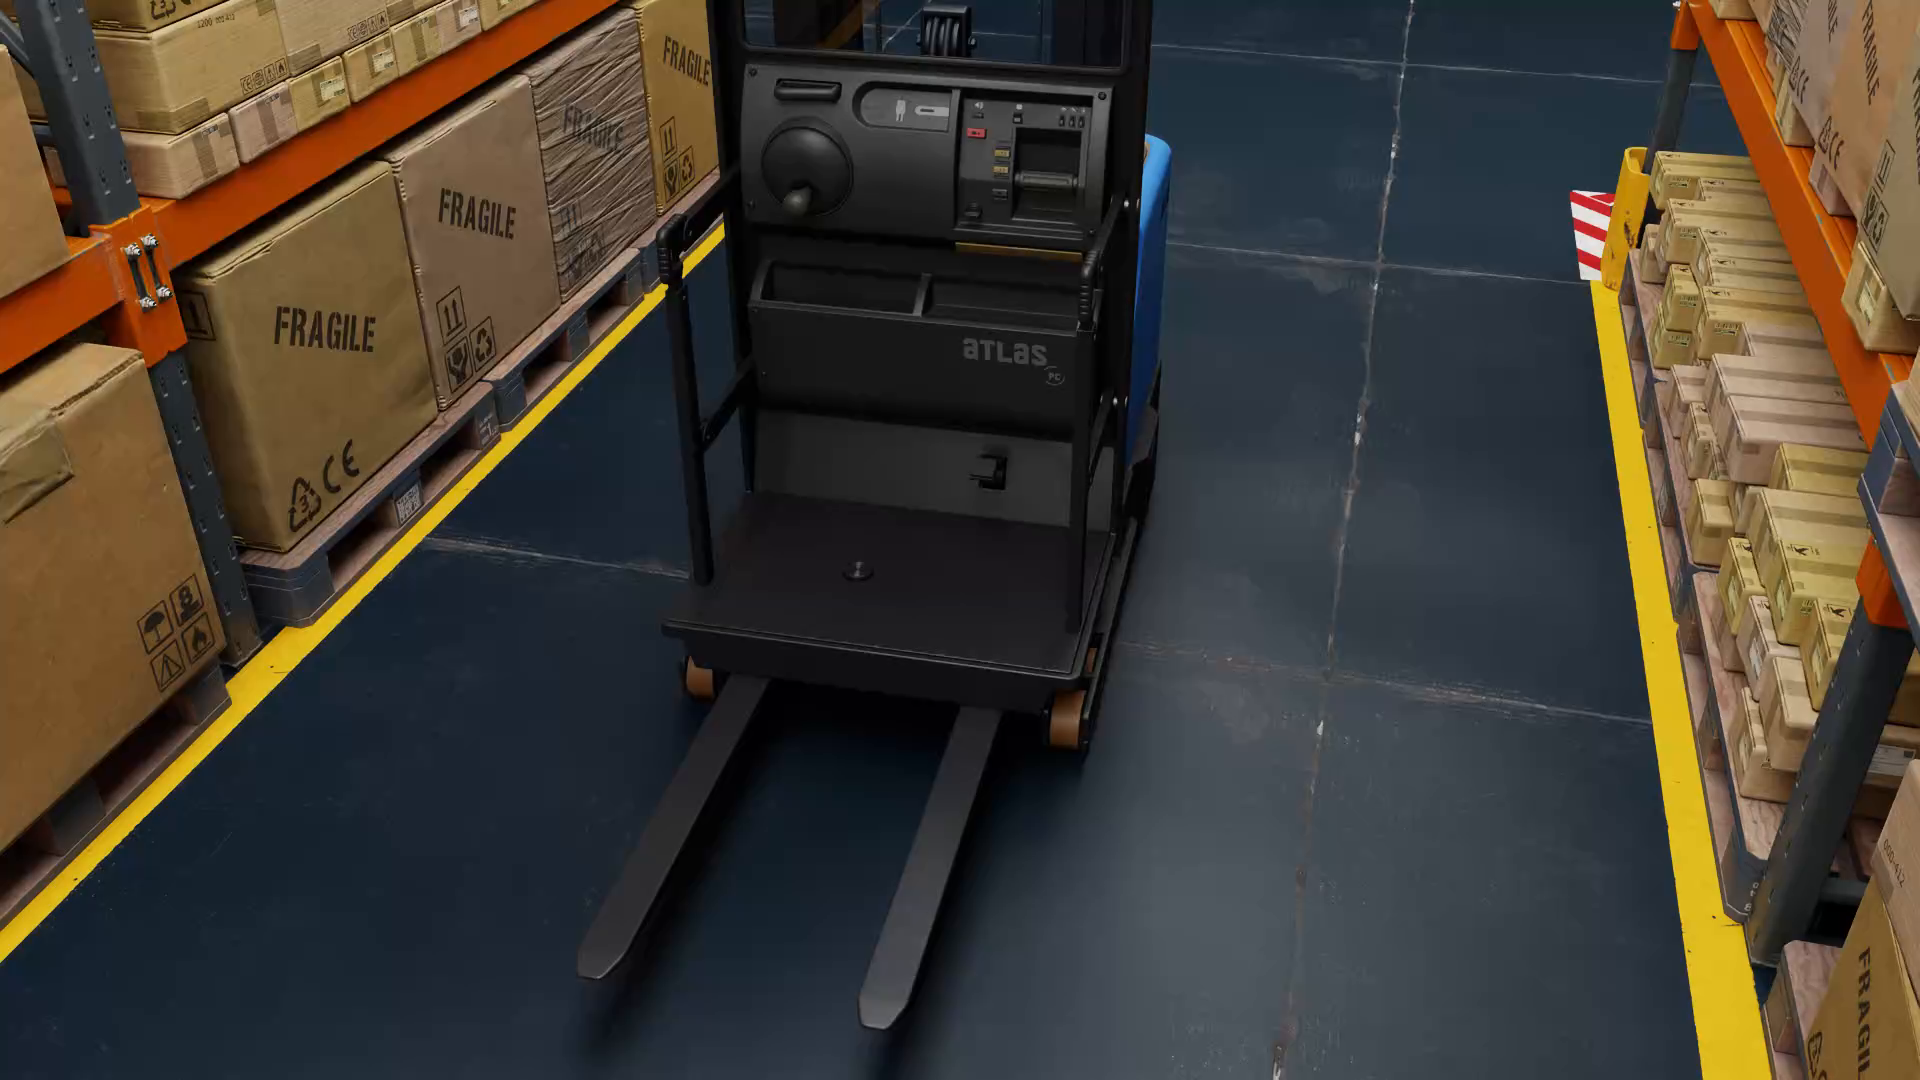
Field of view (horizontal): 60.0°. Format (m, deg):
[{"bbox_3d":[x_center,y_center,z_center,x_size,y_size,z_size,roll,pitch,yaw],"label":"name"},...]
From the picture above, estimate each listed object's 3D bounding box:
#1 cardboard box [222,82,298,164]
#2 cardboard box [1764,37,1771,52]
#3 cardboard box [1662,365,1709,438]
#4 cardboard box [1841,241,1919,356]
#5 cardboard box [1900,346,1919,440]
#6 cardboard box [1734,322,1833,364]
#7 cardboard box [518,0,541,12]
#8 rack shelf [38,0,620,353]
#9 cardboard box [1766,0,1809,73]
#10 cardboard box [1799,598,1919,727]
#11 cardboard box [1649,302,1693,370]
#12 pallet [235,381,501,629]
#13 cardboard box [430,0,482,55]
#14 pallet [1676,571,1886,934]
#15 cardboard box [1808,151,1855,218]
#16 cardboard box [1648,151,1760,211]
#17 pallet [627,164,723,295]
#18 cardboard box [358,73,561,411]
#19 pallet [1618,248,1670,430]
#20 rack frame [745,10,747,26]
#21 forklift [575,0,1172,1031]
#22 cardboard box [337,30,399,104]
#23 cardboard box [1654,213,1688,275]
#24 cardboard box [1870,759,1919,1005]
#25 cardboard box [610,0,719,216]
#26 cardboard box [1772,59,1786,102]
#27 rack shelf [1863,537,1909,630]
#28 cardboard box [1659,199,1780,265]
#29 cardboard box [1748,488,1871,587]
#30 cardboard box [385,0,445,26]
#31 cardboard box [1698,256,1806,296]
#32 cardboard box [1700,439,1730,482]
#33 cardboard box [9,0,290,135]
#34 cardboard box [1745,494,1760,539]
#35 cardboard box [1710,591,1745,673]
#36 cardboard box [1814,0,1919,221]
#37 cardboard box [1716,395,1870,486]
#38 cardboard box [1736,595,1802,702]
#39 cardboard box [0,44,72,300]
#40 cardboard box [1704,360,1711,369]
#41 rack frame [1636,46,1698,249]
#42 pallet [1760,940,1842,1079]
[{"bbox_3d":[-2.032,-1.137,4.476,0.380,0.149,0.250,7,33,11],"label":"cardboard box"},{"bbox_3d":[2.722,-1.556,5.136,0.380,0.149,0.250,8,33,12],"label":"cardboard box"},{"bbox_3d":[2.514,-0.435,5.404,0.380,0.149,0.250,6,33,10],"label":"cardboard box"},{"bbox_3d":[2.082,-0.493,3.464,0.380,0.149,0.250,7,33,11],"label":"cardboard box"},{"bbox_3d":[1.731,-0.200,2.611,0.380,0.149,0.250,6,33,10],"label":"cardboard box"},{"bbox_3d":[2.544,-0.517,4.978,0.380,0.149,0.250,8,33,12],"label":"cardboard box"},{"bbox_3d":[-1.641,-1.945,5.748,0.380,0.149,0.250,9,33,13],"label":"cardboard box"},{"bbox_3d":[-1.988,-1.733,5.850,1.077,0.370,4.000,8,33,12],"label":"rack shelf"},{"bbox_3d":[2.539,-1.520,4.474,0.500,0.500,0.500,7,33,11],"label":"cardboard box"},{"bbox_3d":[2.115,0.284,3.718,0.380,0.149,0.250,9,34,14],"label":"cardboard box"},{"bbox_3d":[2.634,-0.698,5.817,0.380,0.149,0.250,8,33,13],"label":"cardboard box"},{"bbox_3d":[-2.227,-0.205,5.376,1.003,0.211,1.213,8,33,12],"label":"pallet"},{"bbox_3d":[-1.770,-1.673,5.320,0.380,0.149,0.250,8,33,13],"label":"cardboard box"},{"bbox_3d":[2.413,0.553,4.184,1.003,0.211,1.213,8,33,12],"label":"pallet"},{"bbox_3d":[2.337,-0.899,4.103,0.380,0.149,0.250,7,33,10],"label":"cardboard box"},{"bbox_3d":[2.830,-1.346,6.282,0.380,0.149,0.250,7,33,10],"label":"cardboard box"},{"bbox_3d":[-1.608,-1.472,7.368,1.003,0.211,1.213,8,33,12],"label":"pallet"},{"bbox_3d":[-2.022,-1.078,5.738,0.875,0.875,0.875,8,33,12],"label":"cardboard box"},{"bbox_3d":[3.032,-0.713,6.175,1.003,0.211,1.213,8,33,12],"label":"pallet"},{"bbox_3d":[-1.481,-3.074,7.290,1.000,3.000,0.127,8,33,12],"label":"rack frame"},{"bbox_3d":[-0.138,-0.907,3.945,1.130,2.935,3.031,7,33,11],"label":"forklift"},{"bbox_3d":[-1.901,-1.410,4.907,0.380,0.149,0.250,7,33,11],"label":"cardboard box"},{"bbox_3d":[2.786,-1.075,6.133,0.380,0.149,0.250,8,33,12],"label":"cardboard box"},{"bbox_3d":[1.833,0.638,2.690,0.500,0.250,0.500,7,33,10],"label":"cardboard box"},{"bbox_3d":[-1.566,-2.012,7.207,0.875,0.875,0.875,8,33,12],"label":"cardboard box"},{"bbox_3d":[2.546,-1.300,4.734,0.380,0.149,0.250,9,34,14],"label":"cardboard box"},{"bbox_3d":[1.769,1.071,1.440,1.077,0.370,4.000,8,33,12],"label":"rack shelf"},{"bbox_3d":[2.688,-1.073,5.853,0.380,0.149,0.250,8,33,12],"label":"cardboard box"},{"bbox_3d":[2.198,0.016,4.140,0.380,0.149,0.250,8,33,12],"label":"cardboard box"},{"bbox_3d":[-1.866,-1.796,5.141,0.500,0.250,0.500,9,33,14],"label":"cardboard box"},{"bbox_3d":[2.626,-0.791,5.409,0.380,0.149,0.250,9,34,14],"label":"cardboard box"},{"bbox_3d":[2.440,-0.158,4.968,0.380,0.149,0.250,9,33,13],"label":"cardboard box"},{"bbox_3d":[-2.123,-1.269,4.312,0.500,0.250,0.500,7,33,11],"label":"cardboard box"},{"bbox_3d":[2.315,0.023,4.407,0.380,0.149,0.250,8,33,13],"label":"cardboard box"},{"bbox_3d":[2.198,0.236,4.349,0.380,0.149,0.250,7,33,11],"label":"cardboard box"},{"bbox_3d":[2.259,-0.997,3.652,0.500,0.500,0.500,7,33,11],"label":"cardboard box"},{"bbox_3d":[2.318,-0.261,4.576,0.380,0.149,0.250,6,33,10],"label":"cardboard box"},{"bbox_3d":[2.105,0.281,4.001,0.380,0.149,0.250,6,33,10],"label":"cardboard box"},{"bbox_3d":[-2.350,-0.761,3.557,0.500,0.500,0.500,8,33,13],"label":"cardboard box"},{"bbox_3d":[2.664,-0.667,5.491,0.380,0.149,0.250,6,33,10],"label":"cardboard box"},{"bbox_3d":[3.291,-2.346,6.145,1.000,3.000,0.127,8,33,12],"label":"rack frame"},{"bbox_3d":[2.080,1.310,2.992,1.003,0.211,1.213,8,33,12],"label":"pallet"}]
